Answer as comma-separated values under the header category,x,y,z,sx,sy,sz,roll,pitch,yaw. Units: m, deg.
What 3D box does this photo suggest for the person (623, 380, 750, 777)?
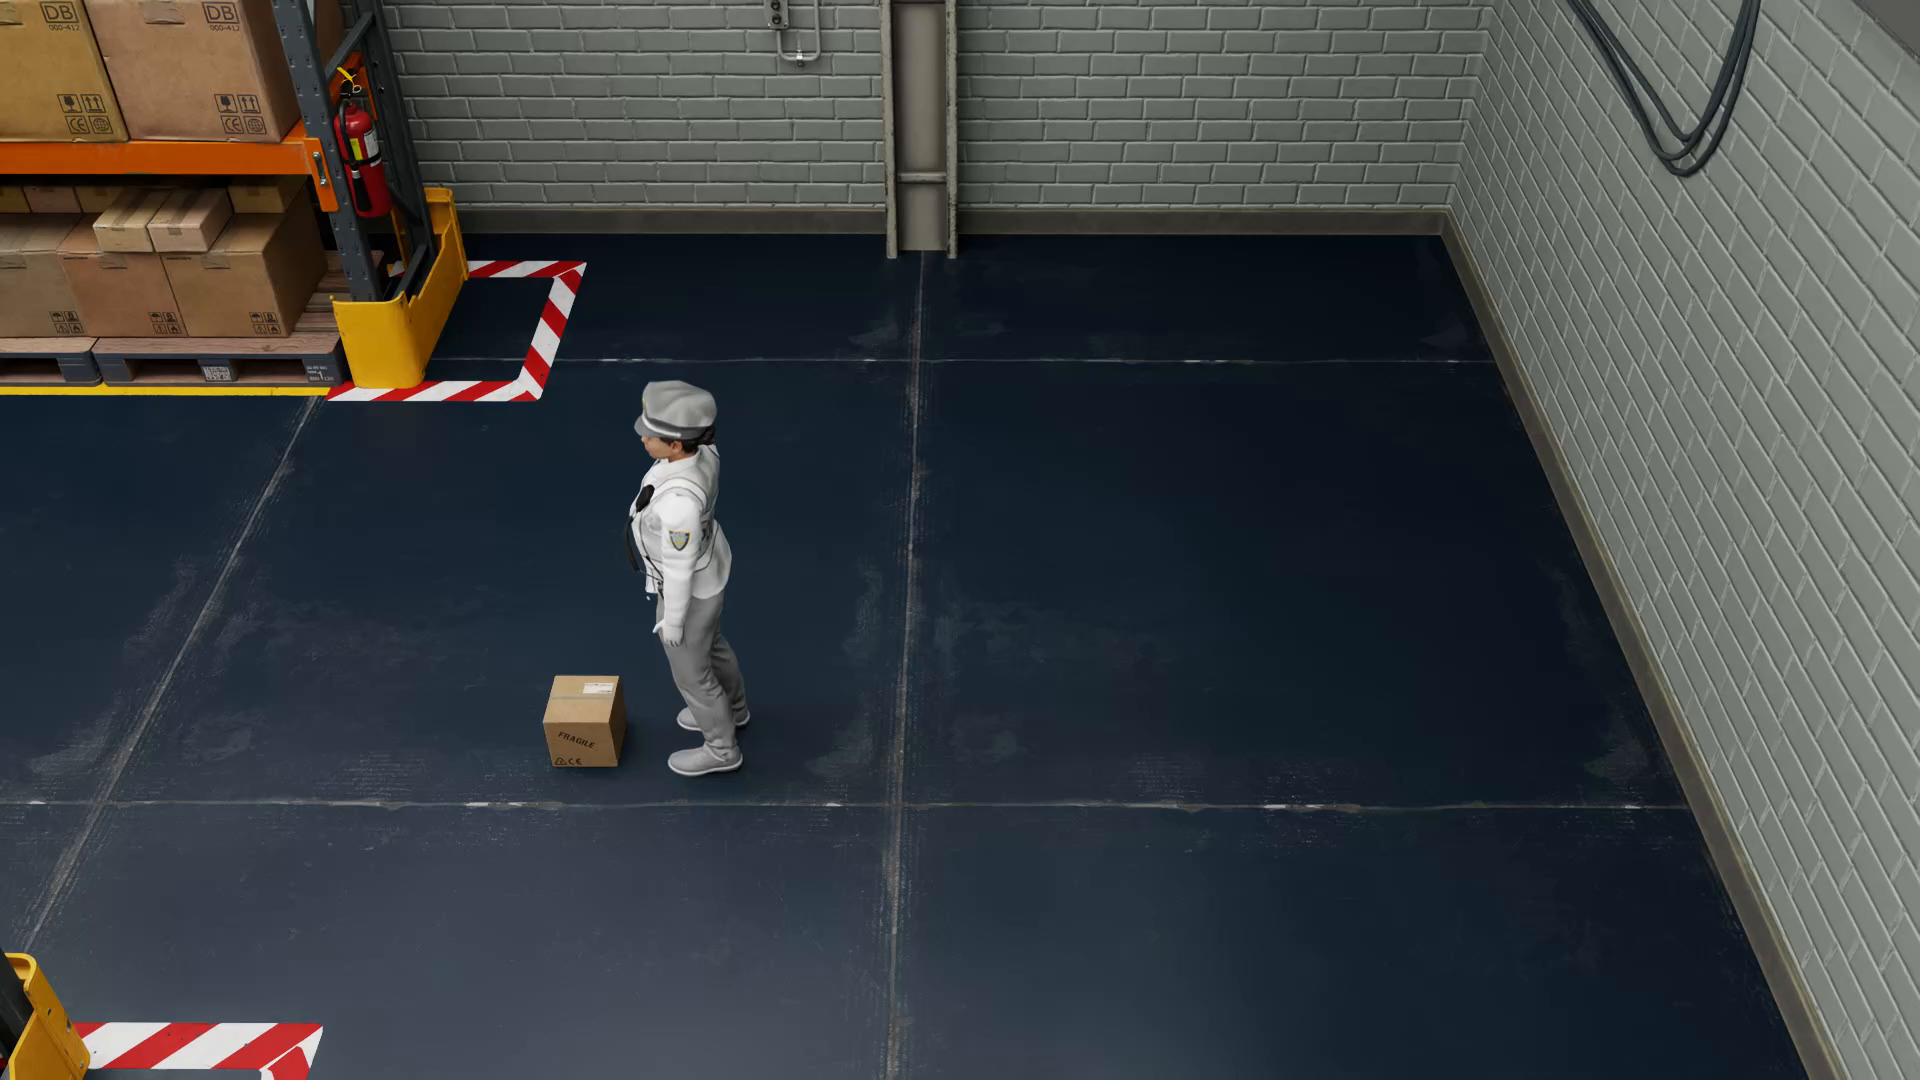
category,x,y,z,sx,sy,sz,roll,pitch,yaw
person,-0.972,0.161,5.950,0.345,1.681,0.469,1,40,1
